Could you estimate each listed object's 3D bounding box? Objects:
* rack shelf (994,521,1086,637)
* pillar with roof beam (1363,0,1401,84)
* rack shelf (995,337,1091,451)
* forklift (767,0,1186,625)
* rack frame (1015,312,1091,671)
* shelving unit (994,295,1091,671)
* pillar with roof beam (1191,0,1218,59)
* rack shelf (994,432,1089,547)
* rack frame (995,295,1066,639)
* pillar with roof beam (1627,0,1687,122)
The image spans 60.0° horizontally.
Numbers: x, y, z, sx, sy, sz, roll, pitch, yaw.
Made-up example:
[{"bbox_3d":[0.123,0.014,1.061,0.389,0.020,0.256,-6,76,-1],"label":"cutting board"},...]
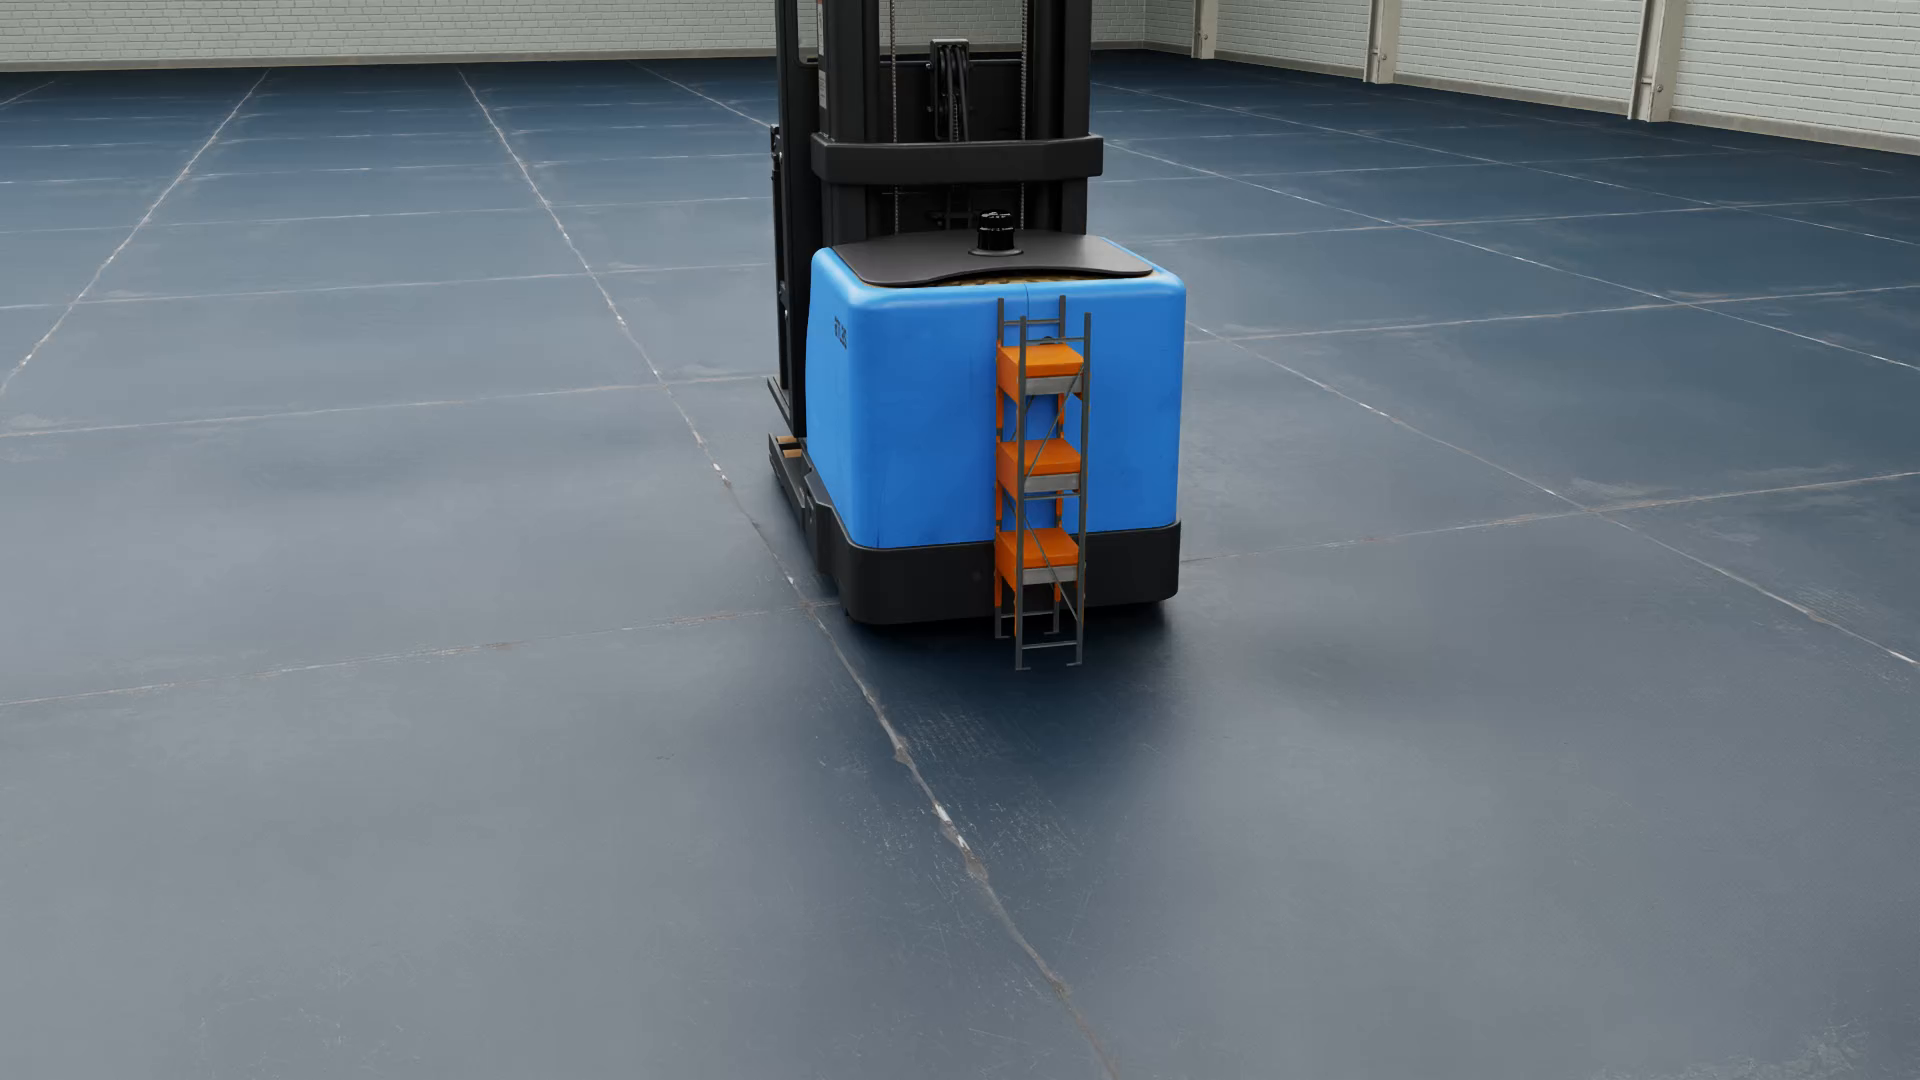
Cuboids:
[{"bbox_3d":[0.233,0.111,4.907,0.215,0.259,0.240,-4,20,-12],"label":"rack shelf"},{"bbox_3d":[2.287,-10.741,22.508,9.100,9.000,0.400,-6,21,-17],"label":"pillar with roof beam"},{"bbox_3d":[0.233,-0.417,4.718,0.215,0.259,0.240,-4,20,-12],"label":"rack shelf"},{"bbox_3d":[-0.142,-1.587,5.999,1.130,2.935,3.031,-4,20,-12],"label":"forklift"},{"bbox_3d":[0.260,-0.120,4.698,0.200,1.050,0.008,-4,20,-12],"label":"rack frame"},{"bbox_3d":[0.233,-0.160,4.810,0.215,1.050,0.252,-4,20,-12],"label":"shelving unit"},{"bbox_3d":[0.402,-12.666,27.869,9.100,9.000,0.400,-6,21,-17],"label":"pillar with roof beam"},{"bbox_3d":[0.233,-0.150,4.814,0.215,0.259,0.240,-4,20,-12],"label":"rack shelf"},{"bbox_3d":[0.205,-0.201,4.922,0.200,1.050,0.008,-4,20,-12],"label":"rack frame"},{"bbox_3d":[4.173,-8.815,17.148,9.100,9.000,0.400,-6,21,-17],"label":"pillar with roof beam"}]
